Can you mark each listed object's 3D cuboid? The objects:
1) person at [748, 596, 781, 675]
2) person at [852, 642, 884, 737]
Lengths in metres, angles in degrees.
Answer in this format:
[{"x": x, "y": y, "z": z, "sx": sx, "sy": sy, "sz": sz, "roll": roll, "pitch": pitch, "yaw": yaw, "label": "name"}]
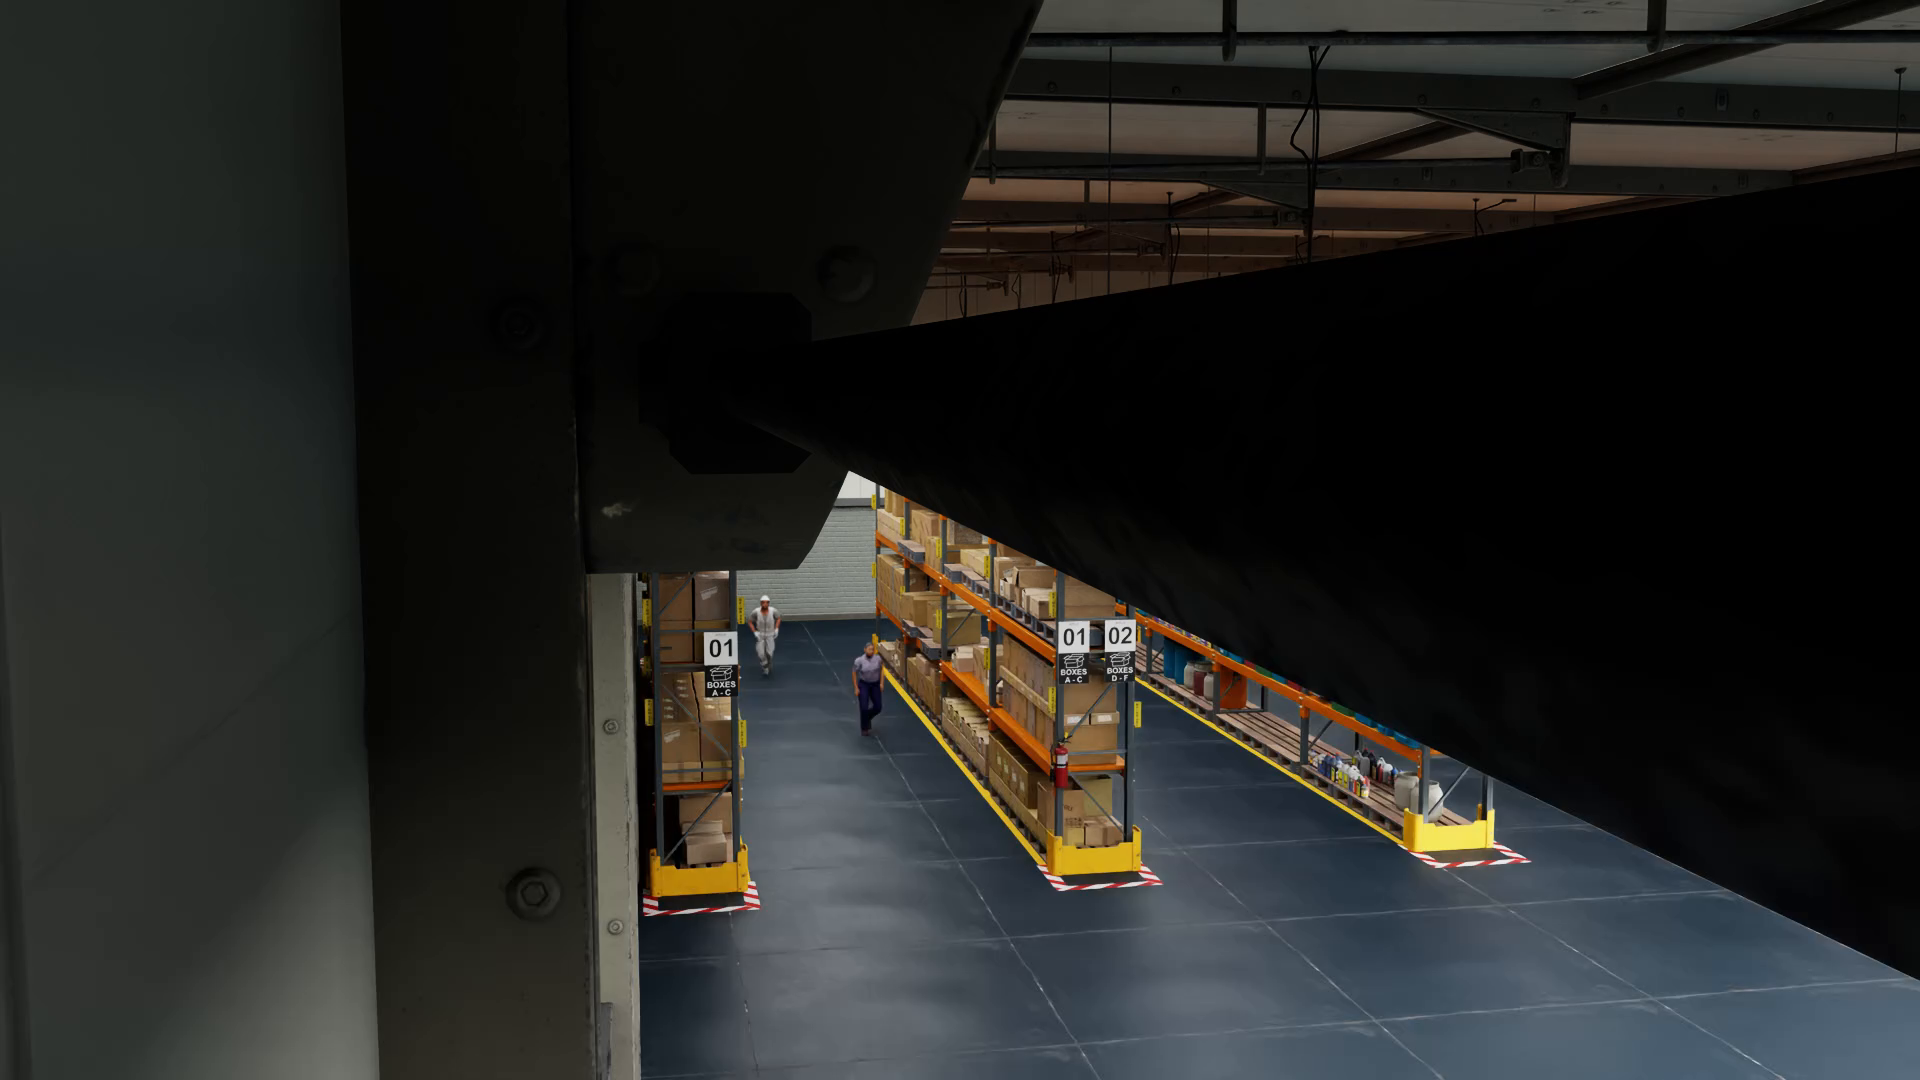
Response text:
[{"x": -4.041, "y": 1.969, "z": 34.395, "sx": 0.664, "sy": 1.686, "sz": 0.615, "roll": 0, "pitch": 6, "yaw": -4, "label": "person"}, {"x": -1.613, "y": 2.566, "z": 28.948, "sx": 0.571, "sy": 1.631, "sz": 0.557, "roll": -2, "pitch": 6, "yaw": -20, "label": "person"}]
